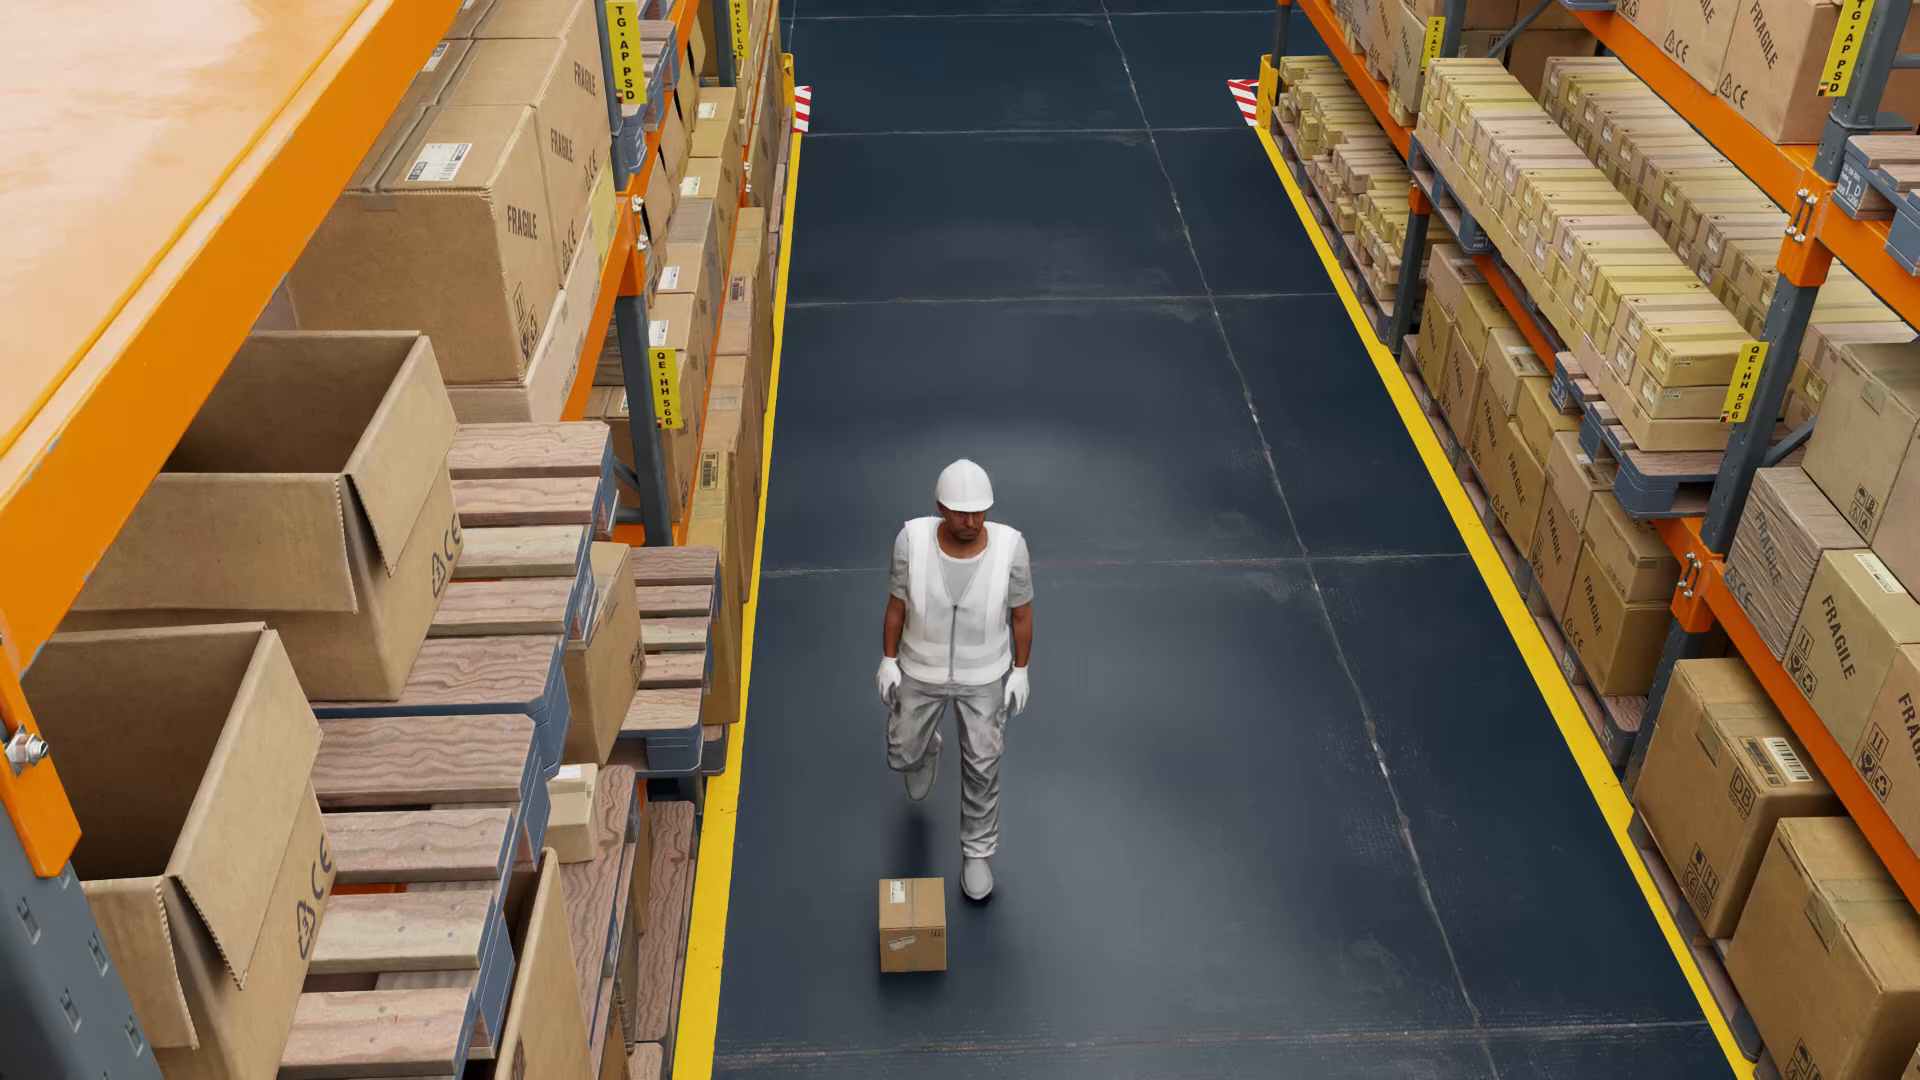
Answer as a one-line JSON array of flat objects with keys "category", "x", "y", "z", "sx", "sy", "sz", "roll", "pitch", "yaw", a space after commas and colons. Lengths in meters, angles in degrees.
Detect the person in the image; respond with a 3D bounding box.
[{"category": "person", "x": -0.028, "y": 0.515, "z": 6.404, "sx": 0.604, "sy": 1.771, "sz": 0.713, "roll": 2, "pitch": 35, "yaw": 3}]
